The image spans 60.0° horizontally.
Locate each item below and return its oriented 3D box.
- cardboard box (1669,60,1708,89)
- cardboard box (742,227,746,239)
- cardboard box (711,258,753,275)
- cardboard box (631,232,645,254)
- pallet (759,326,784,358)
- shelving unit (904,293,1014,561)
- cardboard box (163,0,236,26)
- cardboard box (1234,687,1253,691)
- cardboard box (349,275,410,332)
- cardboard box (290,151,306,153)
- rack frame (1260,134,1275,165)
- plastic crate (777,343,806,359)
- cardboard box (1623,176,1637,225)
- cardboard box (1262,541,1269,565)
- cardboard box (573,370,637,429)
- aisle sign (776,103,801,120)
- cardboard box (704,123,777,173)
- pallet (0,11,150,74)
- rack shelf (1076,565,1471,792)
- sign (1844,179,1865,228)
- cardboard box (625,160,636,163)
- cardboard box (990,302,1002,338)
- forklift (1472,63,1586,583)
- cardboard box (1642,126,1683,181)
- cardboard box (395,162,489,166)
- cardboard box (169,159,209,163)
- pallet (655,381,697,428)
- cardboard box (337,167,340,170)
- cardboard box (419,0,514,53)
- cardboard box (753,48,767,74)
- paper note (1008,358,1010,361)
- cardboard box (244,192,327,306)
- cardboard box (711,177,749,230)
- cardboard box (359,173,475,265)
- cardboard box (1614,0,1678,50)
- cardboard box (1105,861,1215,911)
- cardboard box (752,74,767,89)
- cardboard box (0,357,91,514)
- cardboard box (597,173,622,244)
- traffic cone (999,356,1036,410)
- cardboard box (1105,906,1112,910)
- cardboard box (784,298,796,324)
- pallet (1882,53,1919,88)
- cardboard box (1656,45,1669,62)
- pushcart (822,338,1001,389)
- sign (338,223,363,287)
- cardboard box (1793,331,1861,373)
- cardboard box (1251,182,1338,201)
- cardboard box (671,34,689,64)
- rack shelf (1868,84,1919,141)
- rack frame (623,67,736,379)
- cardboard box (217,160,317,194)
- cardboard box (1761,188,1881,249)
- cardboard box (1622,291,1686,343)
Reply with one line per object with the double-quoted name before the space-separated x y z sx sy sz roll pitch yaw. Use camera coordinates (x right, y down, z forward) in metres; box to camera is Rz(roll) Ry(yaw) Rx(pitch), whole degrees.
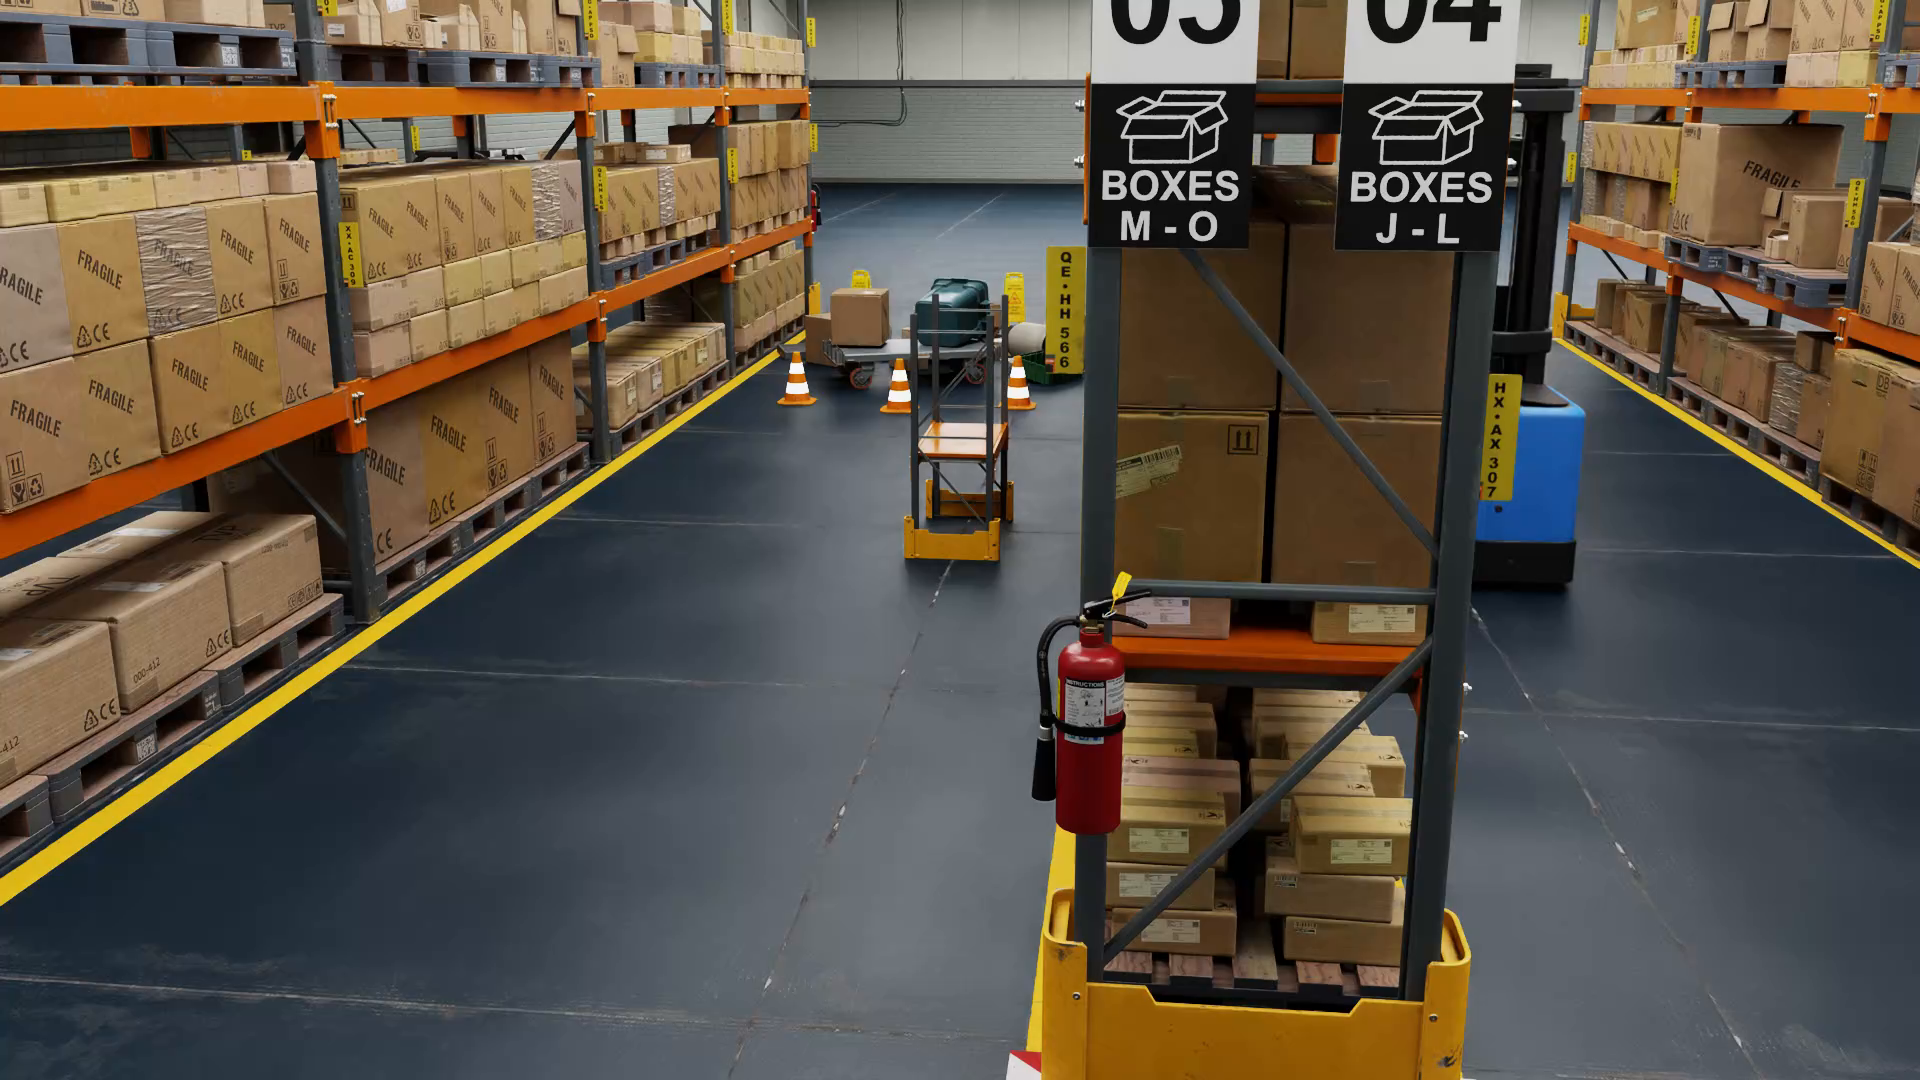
"cardboard box" 6.883 -4.298 15.351 0.500 0.250 0.500 2 15 8
"cardboard box" -2.425 -3.176 17.143 0.380 0.149 0.250 2 15 6
"cardboard box" -2.347 -2.814 17.108 0.380 0.149 0.250 2 15 7
"cardboard box" -2.792 -2.424 13.556 0.380 0.149 0.250 2 15 7
"pallet" -2.580 -2.235 18.522 1.003 0.211 1.213 2 15 6
"shelving unit" 0.009 -0.744 10.539 0.587 1.500 1.083 2 15 6
"cardboard box" -3.442 -2.347 7.336 0.380 0.149 0.250 2 15 8
"cardboard box" 1.279 0.494 6.605 0.380 0.149 0.250 2 15 6
"cardboard box" -3.329 -1.288 9.009 0.500 0.250 0.500 1 15 5
"cardboard box" -7.613 -4.426 19.282 0.380 0.149 0.250 2 15 8
"rack frame" 1.723 -1.931 12.058 1.000 3.000 0.127 2 15 6
"plastic crate" -1.764 -2.062 18.134 0.402 0.080 0.583 -4 16 -13
"cardboard box" 7.348 -3.493 17.071 0.875 0.500 0.500 2 15 6
"cardboard box" 1.147 -0.016 5.457 0.380 0.149 0.250 2 15 9
"cardboard box" -3.133 -1.131 13.329 0.950 0.372 0.625 1 15 2
"aisle sign" -2.009 -5.388 19.862 0.394 0.787 0.004 2 15 6
"cardboard box" -2.328 -4.132 17.519 0.700 0.500 0.500 1 15 5
"pallet" -3.901 -1.891 6.333 1.003 0.211 1.213 2 15 6
"rack shelf" 1.046 -0.028 6.396 1.077 0.370 4.000 2 15 6
"sign" 6.099 -2.293 11.330 0.100 0.325 0.005 2 15 6
"cardboard box" -3.149 -3.240 15.331 0.500 0.500 0.500 2 15 6
"cardboard box" 0.013 -2.390 18.538 0.797 0.503 0.637 -10 18 -32
"forklift" 3.129 -1.501 10.598 1.130 2.935 3.031 1 15 5
"cardboard box" 6.924 -3.725 16.016 0.500 0.500 0.500 2 15 6
"cardboard box" -3.552 -2.332 11.433 0.500 0.500 0.500 2 15 6
"cardboard box" -7.952 -3.830 17.076 0.380 0.149 0.250 2 15 6
"pallet" -2.977 -1.223 14.780 1.003 0.211 1.213 2 15 6
"cardboard box" -7.236 -4.139 18.787 0.380 0.149 0.250 2 15 6
"cardboard box" -3.118 -3.284 10.318 0.500 0.500 0.500 2 15 7
"cardboard box" -2.316 -4.977 17.293 0.500 0.250 0.500 2 15 7
"paper note" 0.509 -1.938 17.785 0.172 0.023 0.155 7 17 25
"cardboard box" -3.437 -1.414 8.037 0.500 0.500 0.500 2 15 6
"cardboard box" -2.429 -3.386 16.676 0.500 0.500 0.500 2 15 6
"cardboard box" -3.234 -1.913 9.882 0.500 0.500 0.500 1 15 5
"cardboard box" 7.107 -5.338 17.190 0.500 0.500 0.500 2 15 6
"cardboard box" 0.596 1.028 5.200 0.380 0.149 0.250 1 15 5
"cardboard box" -2.244 -4.820 17.477 0.380 0.149 0.250 1 15 5
"cardboard box" -3.666 -0.404 6.217 0.500 0.500 0.500 2 15 6
"cardboard box" -2.926 -2.555 12.800 0.500 0.500 0.500 1 15 5
"traffic cone" 0.522 -1.441 15.104 0.336 0.463 0.334 2 15 6
"cardboard box" 0.601 1.105 5.487 0.380 0.149 0.250 2 15 8
"cardboard box" -2.195 -2.649 19.177 0.500 0.250 0.500 2 15 6
"pallet" 6.620 -2.947 10.430 1.213 0.211 1.003 2 15 9
"cardboard box" 6.909 -4.664 15.940 0.380 0.149 0.250 1 15 5
"pushcart" -0.485 -1.768 16.478 1.648 0.377 0.936 -4 16 -13
"sign" -3.107 -1.454 8.481 0.100 0.325 0.005 2 15 6
"cardboard box" 6.735 -1.439 12.747 0.500 0.250 0.500 3 16 13
"cardboard box" 1.320 -1.037 6.074 0.500 0.500 0.500 1 15 4
"cardboard box" -2.740 -4.380 14.849 0.500 0.250 0.500 2 15 7
"rack shelf" 6.414 -2.341 9.204 1.077 0.370 4.000 2 15 6
"rack frame" -2.756 -3.088 16.337 1.000 3.000 0.127 2 15 6
"cardboard box" -3.377 -1.768 8.105 0.380 0.149 0.250 1 15 5
"cardboard box" 6.987 -2.597 13.516 0.797 0.503 0.637 3 15 12
"cardboard box" 7.332 -2.351 17.593 0.500 0.500 0.500 3 15 11
